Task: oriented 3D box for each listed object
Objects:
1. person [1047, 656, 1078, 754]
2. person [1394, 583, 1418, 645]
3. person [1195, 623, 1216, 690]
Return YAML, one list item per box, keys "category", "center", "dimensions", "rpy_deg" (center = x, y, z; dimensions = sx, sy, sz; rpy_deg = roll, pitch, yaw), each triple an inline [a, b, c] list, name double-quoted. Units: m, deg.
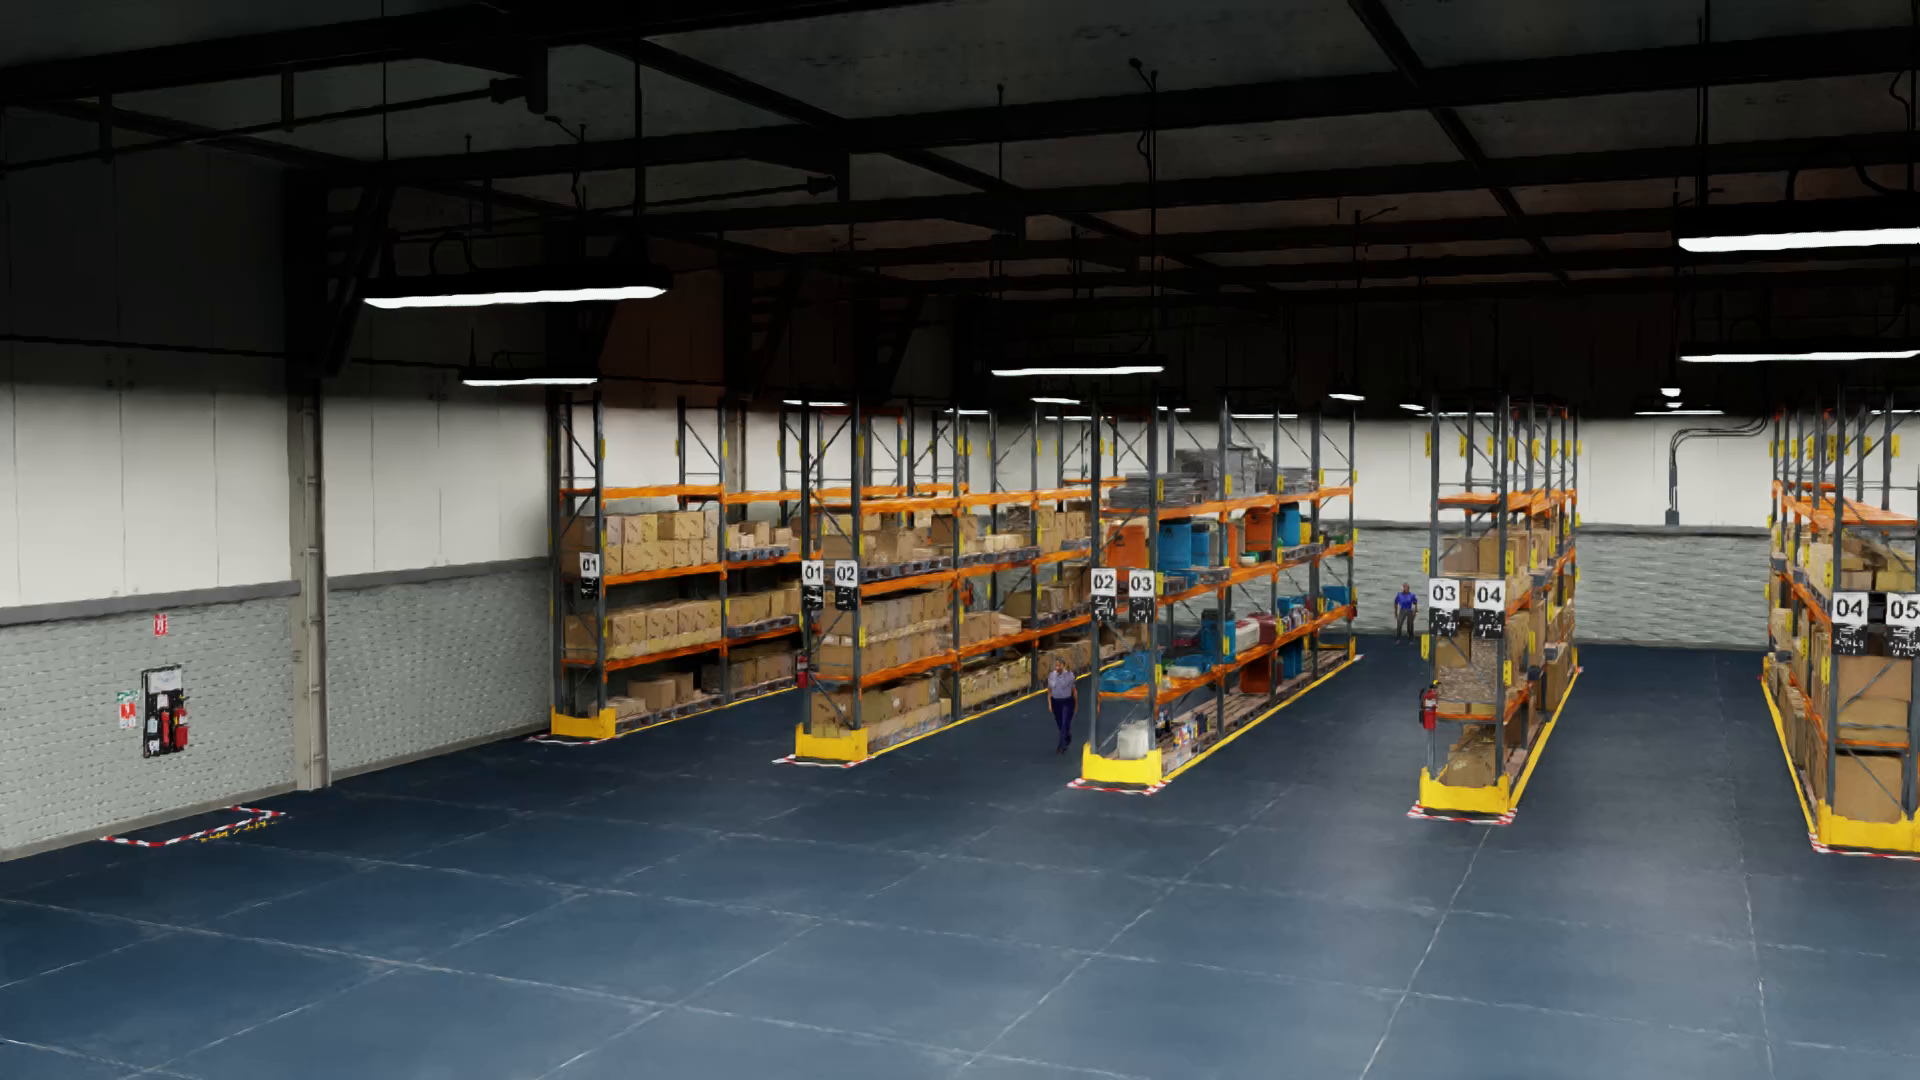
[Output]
- category: "person"
  center: [1.664, 2.696, 27.421]
  dimensions: [0.479, 1.555, 1.090]
  rpy_deg: [2, 3, 26]
- category: "person"
  center: [11.316, 1.876, 42.252]
  dimensions: [0.571, 1.604, 0.518]
  rpy_deg: [1, 3, 21]
- category: "person"
  center: [5.228, 2.256, 34.700]
  dimensions: [0.680, 1.658, 0.866]
  rpy_deg: [2, 4, 29]
